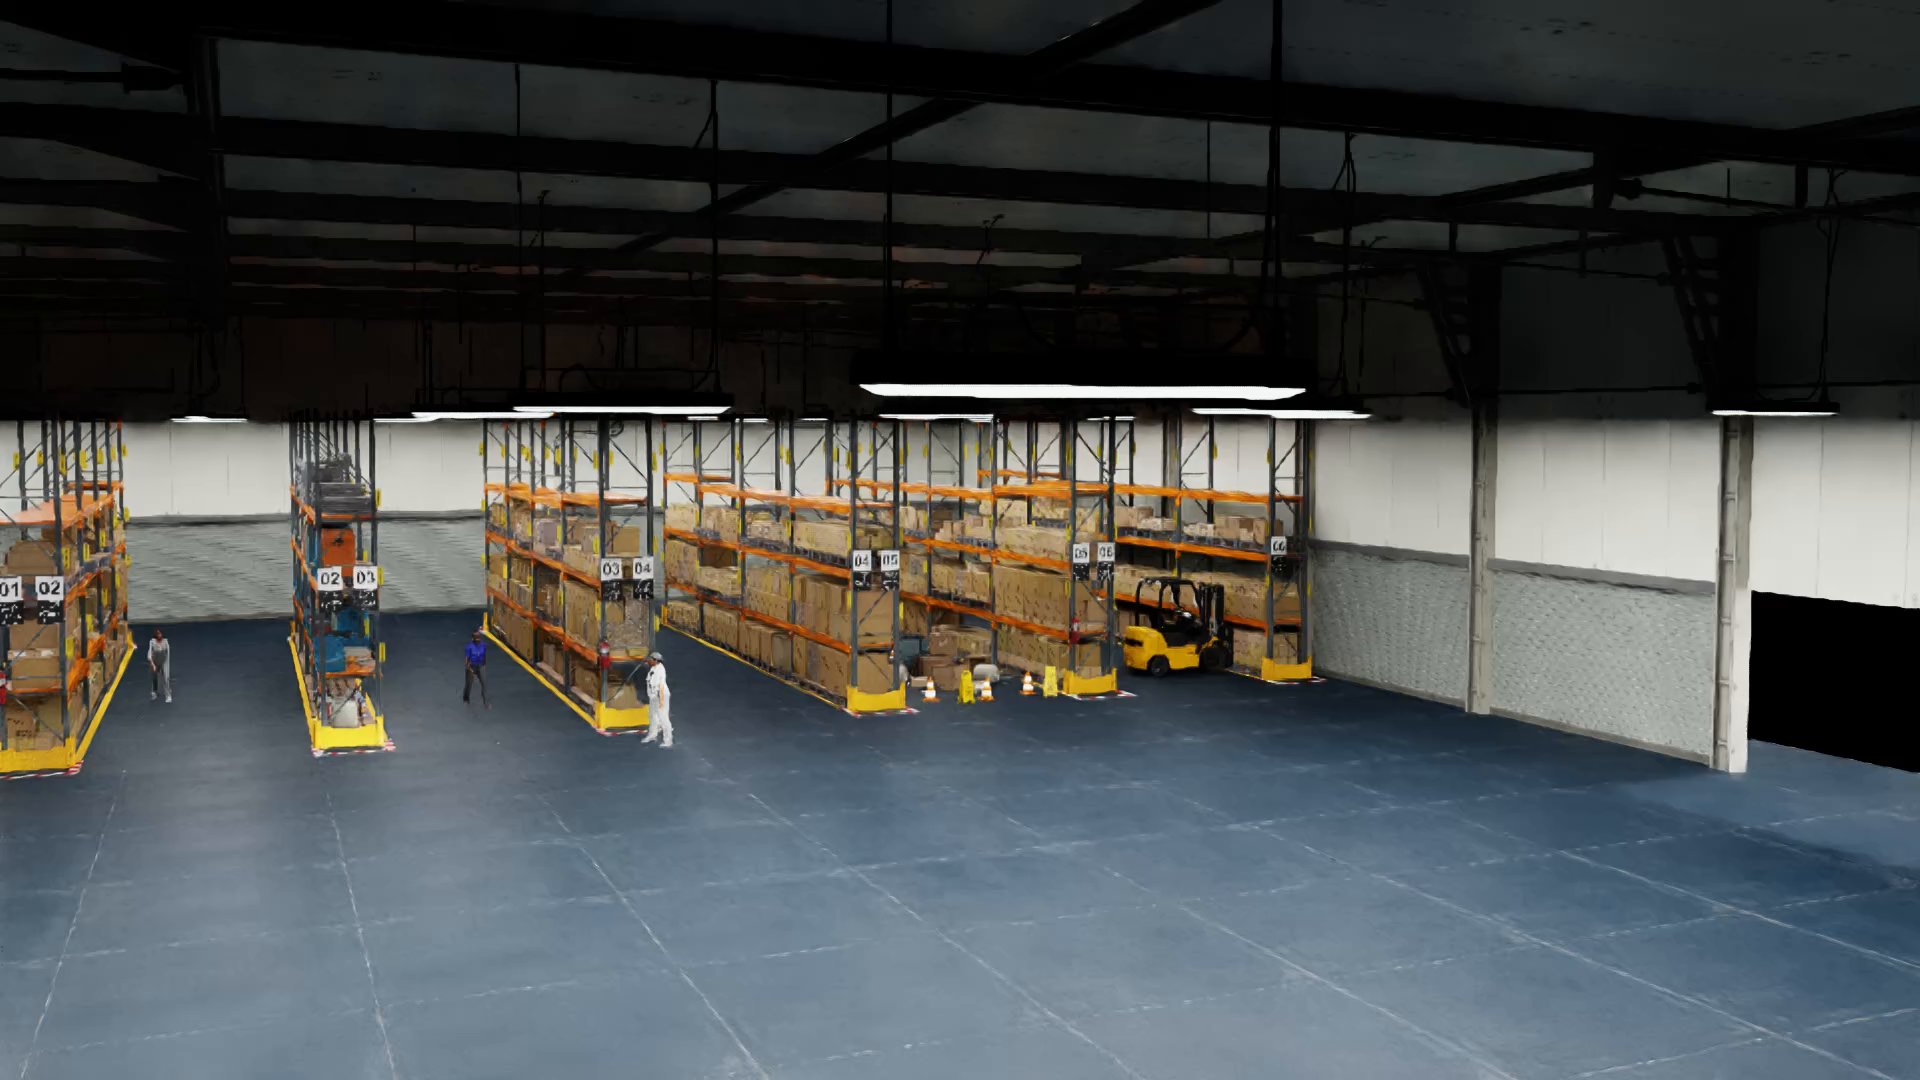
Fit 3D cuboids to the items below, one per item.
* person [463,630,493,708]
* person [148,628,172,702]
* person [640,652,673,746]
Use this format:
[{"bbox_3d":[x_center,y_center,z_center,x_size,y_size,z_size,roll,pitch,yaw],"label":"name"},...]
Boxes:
[{"bbox_3d":[-9.731,2.576,33.426,0.470,1.571,1.058,-3,5,-33],"label":"person"},{"bbox_3d":[-16.461,2.552,34.185,0.440,1.516,1.012,-3,5,-33],"label":"person"},{"bbox_3d":[-5.419,2.805,29.607,0.499,1.666,0.662,-2,4,-26],"label":"person"}]
